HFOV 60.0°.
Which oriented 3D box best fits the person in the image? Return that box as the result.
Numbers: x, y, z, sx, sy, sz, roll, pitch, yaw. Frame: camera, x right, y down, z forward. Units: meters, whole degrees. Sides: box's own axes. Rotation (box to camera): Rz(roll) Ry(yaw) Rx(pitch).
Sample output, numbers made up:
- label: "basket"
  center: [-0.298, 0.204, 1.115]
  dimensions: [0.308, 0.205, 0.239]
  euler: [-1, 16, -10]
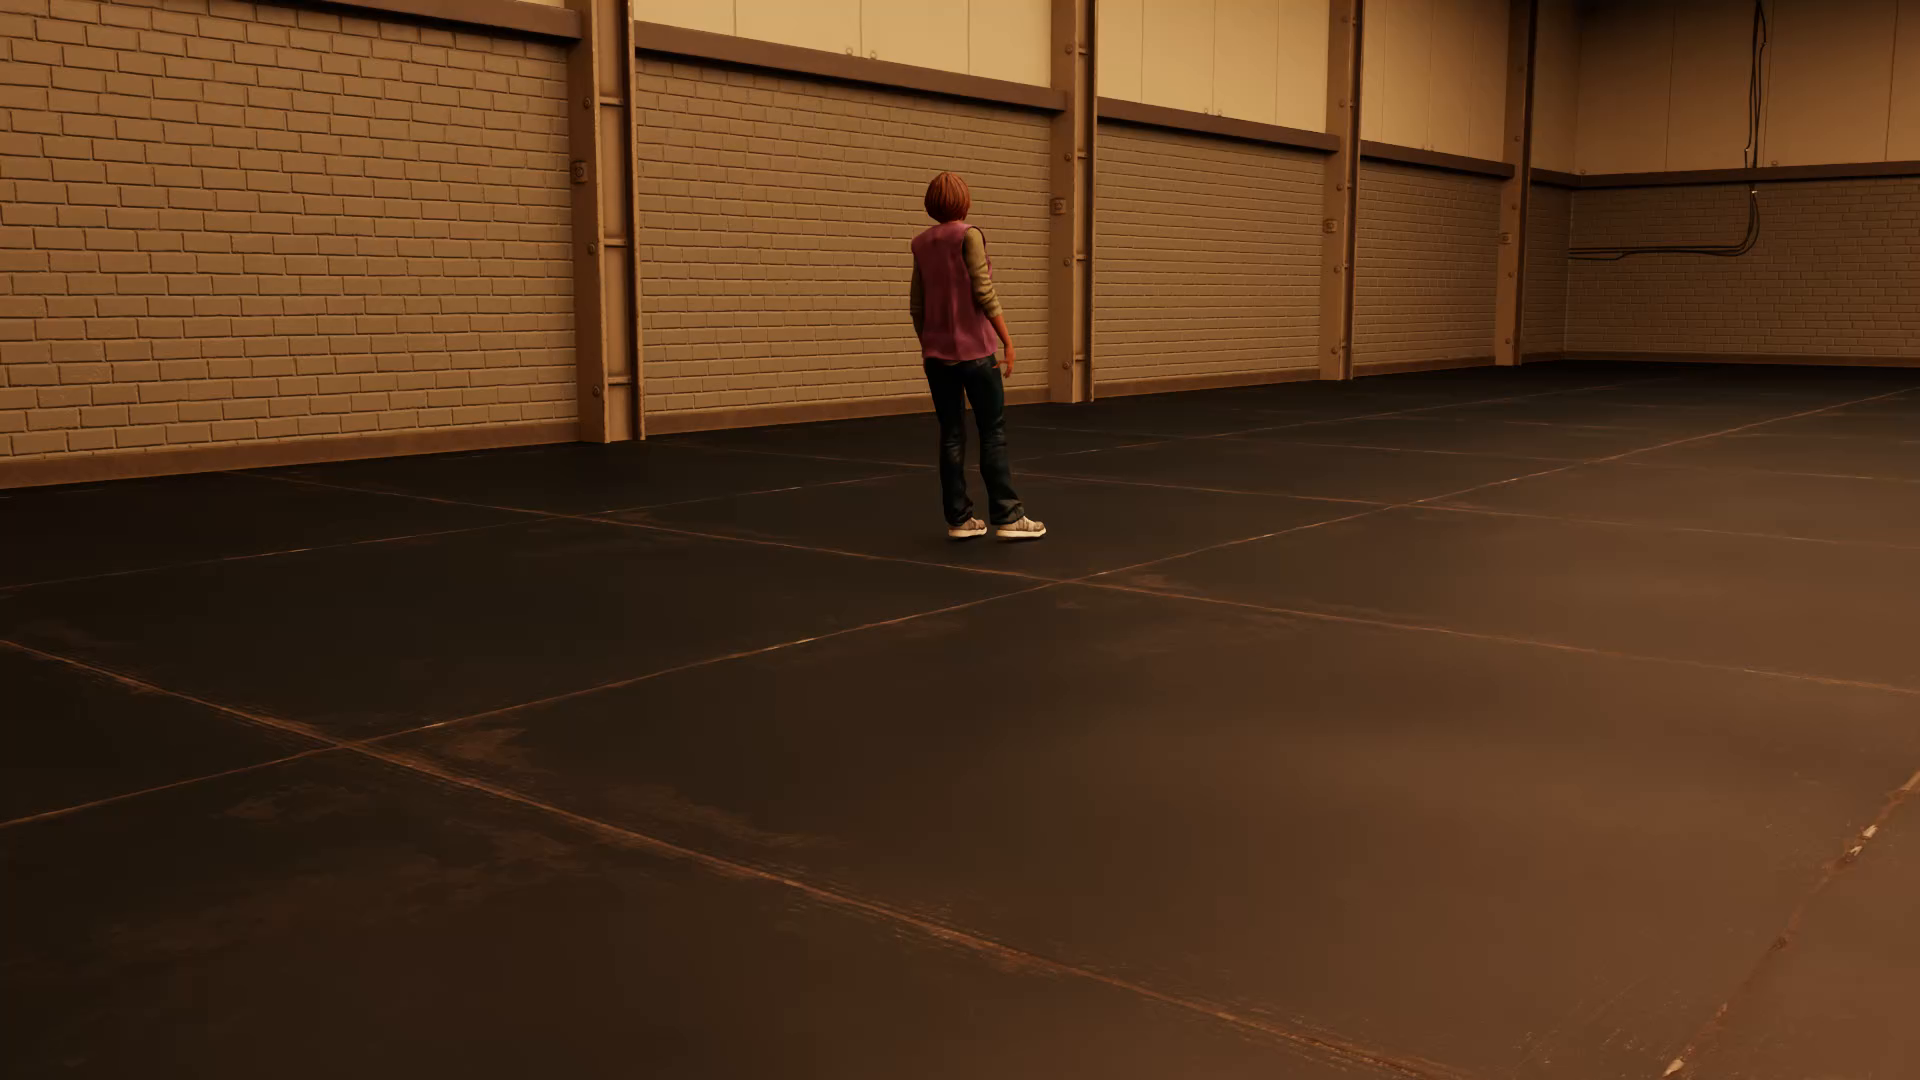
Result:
- label: "person"
  center: [0.058, -0.804, 7.337]
  dimensions: [0.521, 1.599, 0.473]
  euler: [7, 11, 38]
